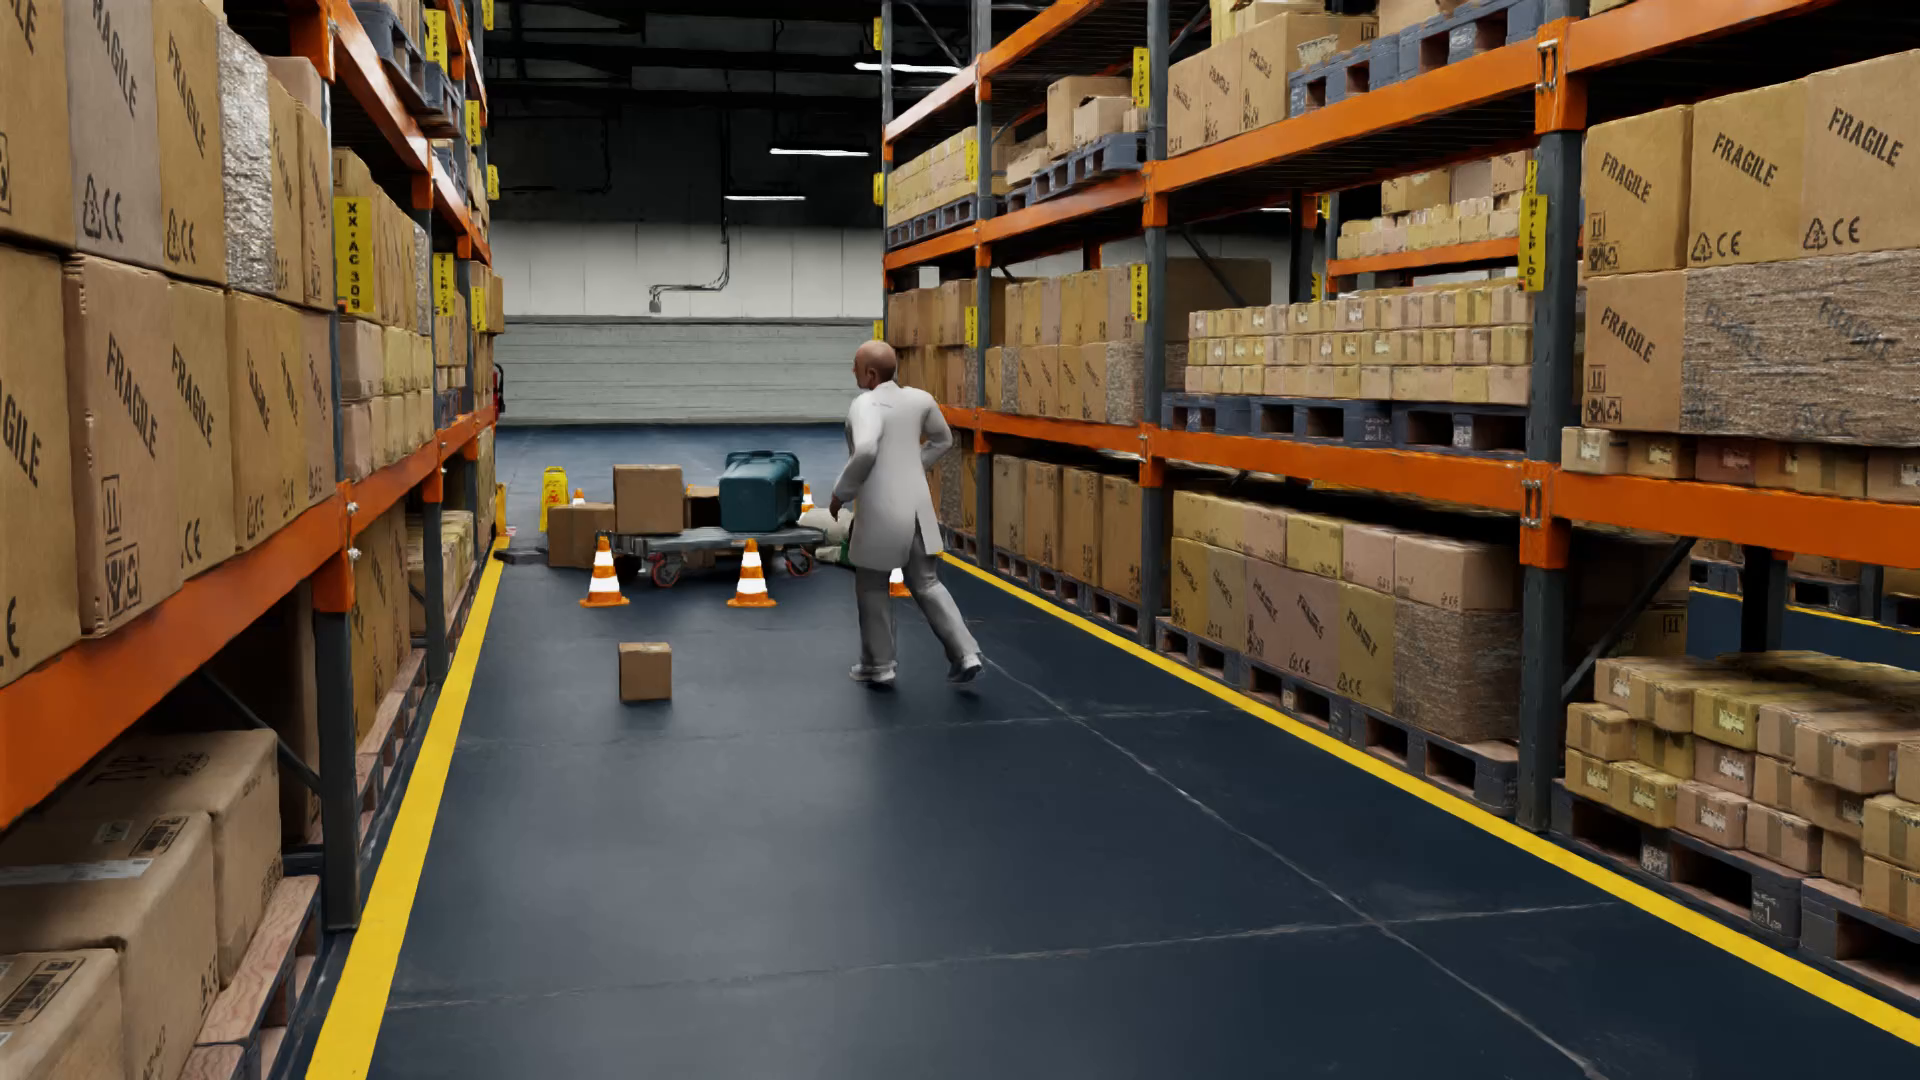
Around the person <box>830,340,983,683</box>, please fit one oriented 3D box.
[{"bbox_3d":[-0.358,-0.109,8.338,0.894,1.763,0.769,6,8,45],"label":"person"}]
